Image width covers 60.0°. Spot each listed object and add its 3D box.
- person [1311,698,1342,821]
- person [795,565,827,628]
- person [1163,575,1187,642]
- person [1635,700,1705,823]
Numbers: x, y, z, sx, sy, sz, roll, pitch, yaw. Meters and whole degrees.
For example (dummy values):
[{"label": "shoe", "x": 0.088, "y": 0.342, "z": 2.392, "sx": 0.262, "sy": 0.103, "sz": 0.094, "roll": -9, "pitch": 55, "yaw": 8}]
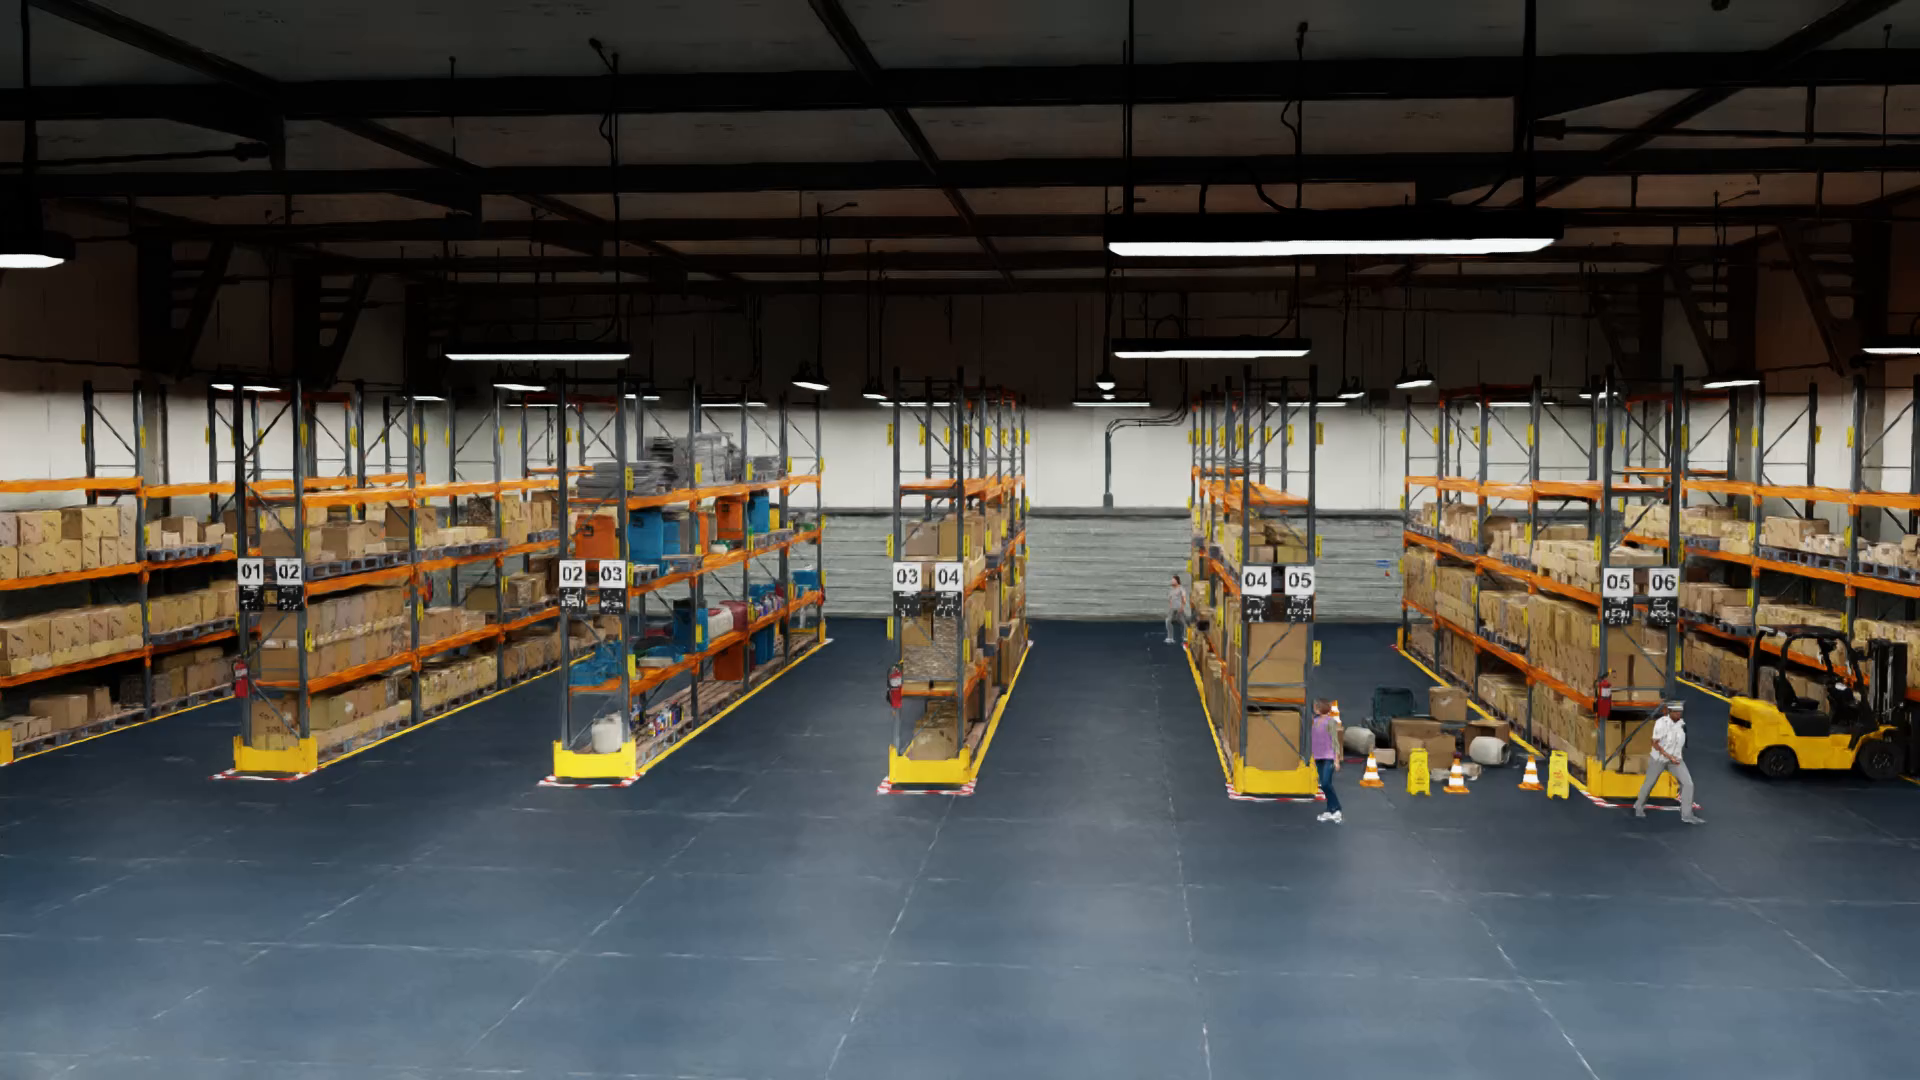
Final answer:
[{"label": "person", "x": 4.772, "y": 2.859, "z": 21.620, "sx": 0.355, "sy": 1.579, "sz": 0.516, "roll": -1, "pitch": 4, "yaw": -23}, {"label": "person", "x": -3.829, "y": 1.489, "z": 42.922, "sx": 0.619, "sy": 1.715, "sz": 0.973, "roll": 2, "pitch": 4, "yaw": 27}, {"label": "person", "x": 5.300, "y": 1.659, "z": 40.552, "sx": 0.514, "sy": 1.640, "sz": 0.654, "roll": 3, "pitch": 5, "yaw": 39}, {"label": "person", "x": 9.217, "y": 2.844, "z": 21.653, "sx": 0.621, "sy": 1.606, "sz": 0.828, "roll": -1, "pitch": 4, "yaw": -12}]
